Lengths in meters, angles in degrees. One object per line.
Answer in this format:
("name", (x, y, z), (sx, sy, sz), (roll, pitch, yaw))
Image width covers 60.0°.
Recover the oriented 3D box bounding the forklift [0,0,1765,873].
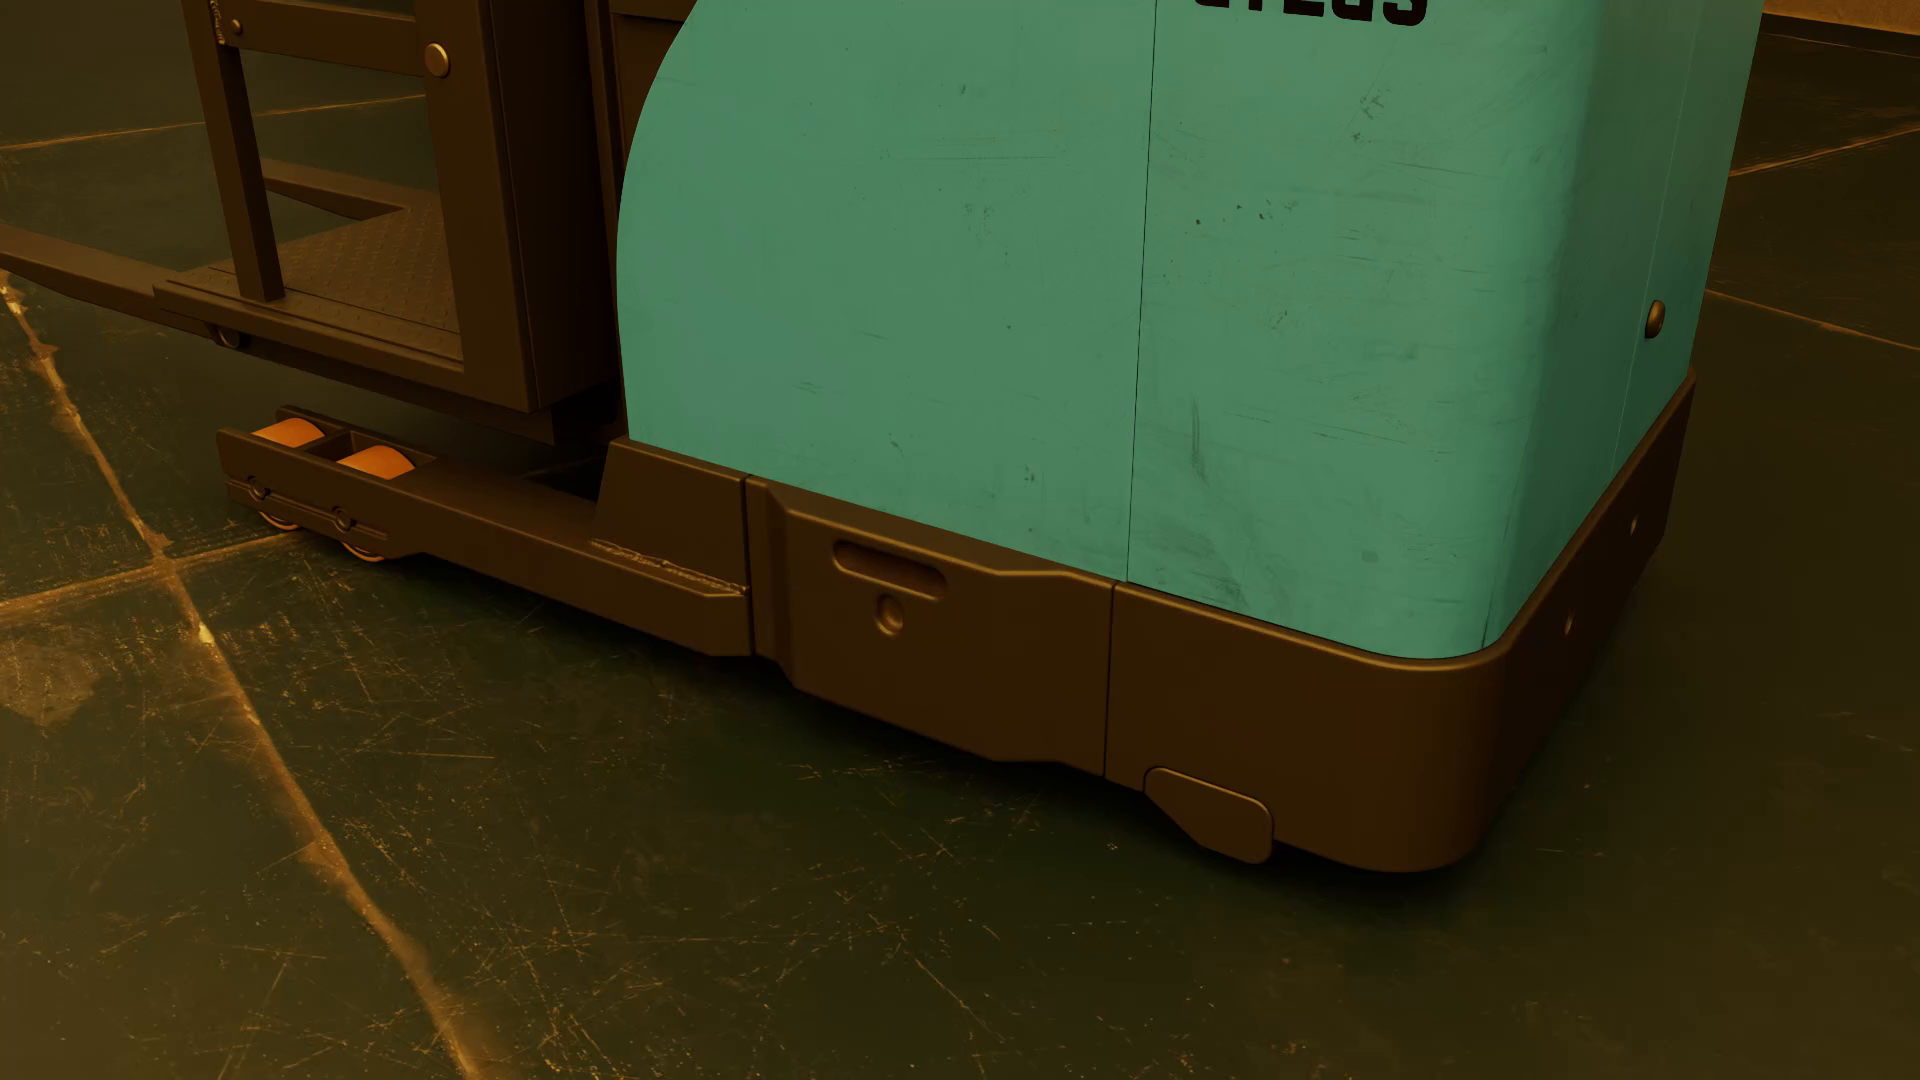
("forklift", (-0.511, -1.459, 2.139), (3.031, 2.935, 1.130), (16, 31, 29))
